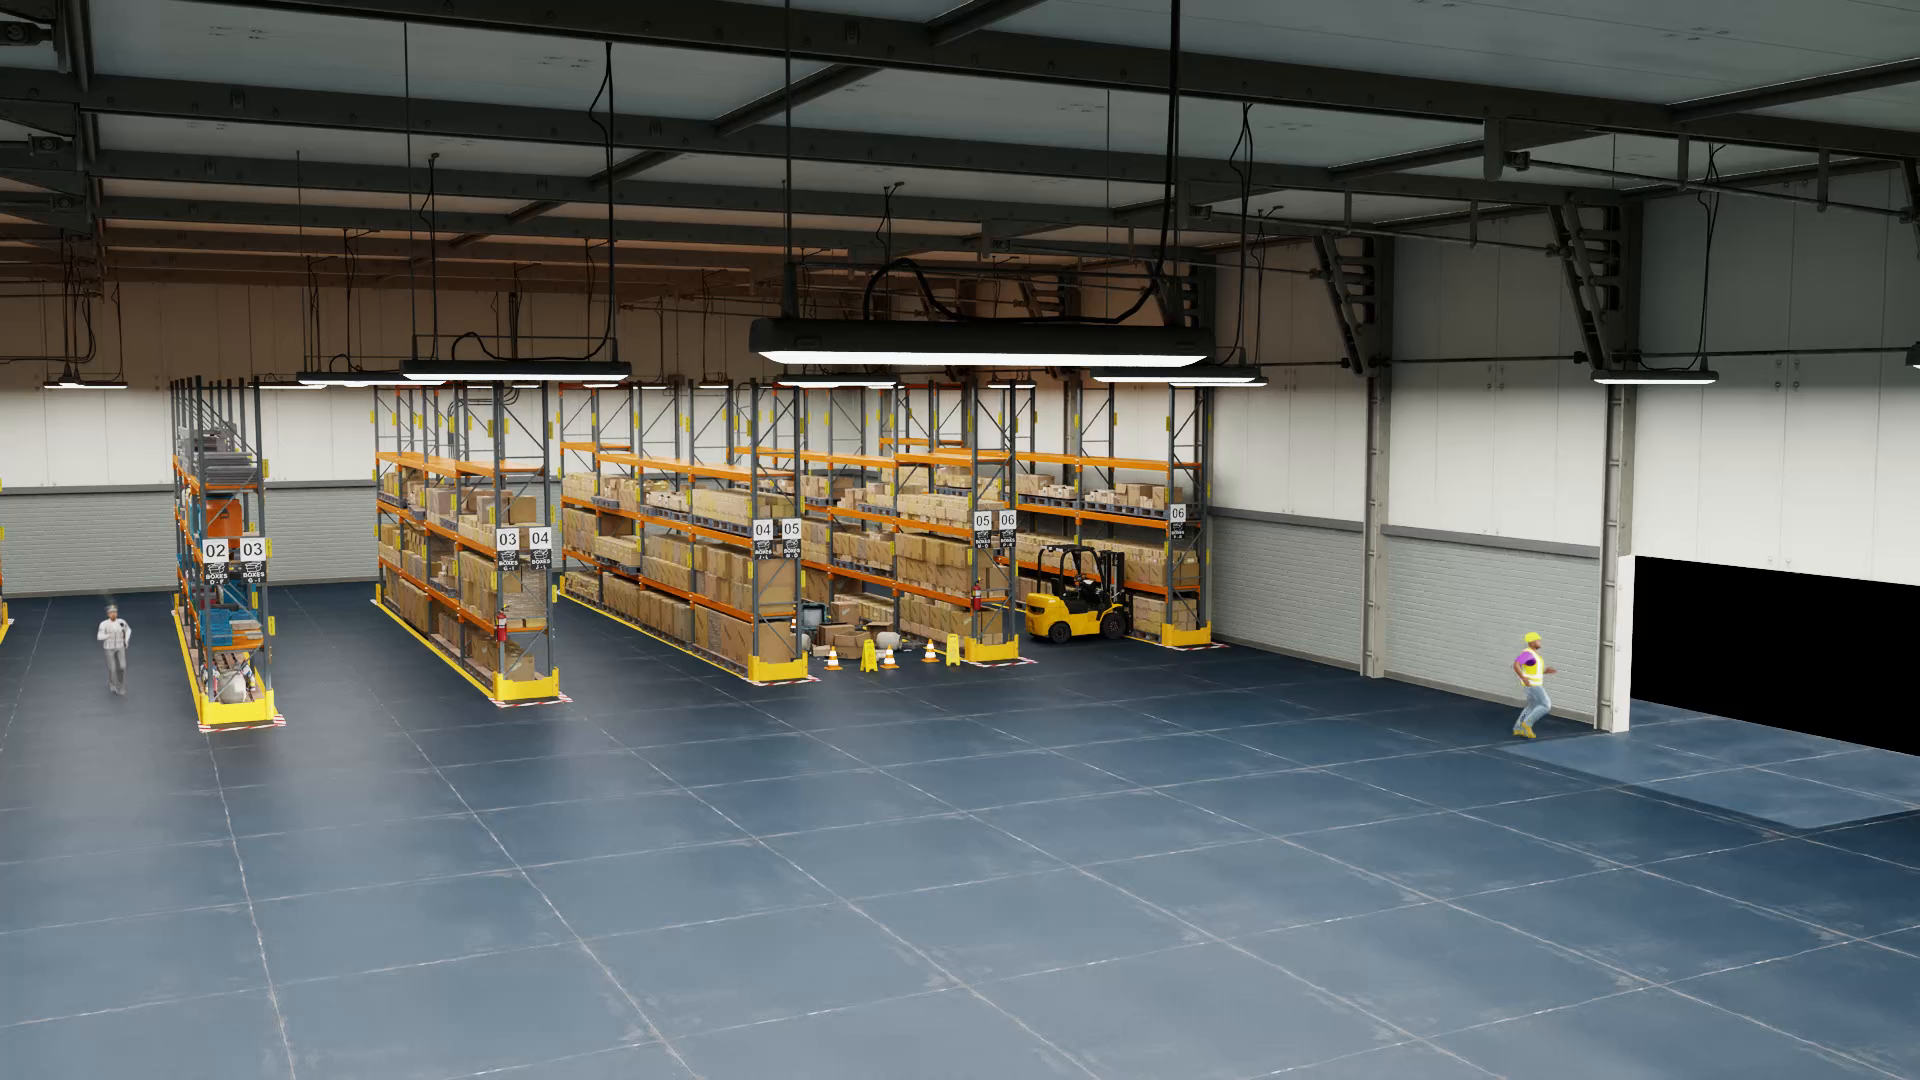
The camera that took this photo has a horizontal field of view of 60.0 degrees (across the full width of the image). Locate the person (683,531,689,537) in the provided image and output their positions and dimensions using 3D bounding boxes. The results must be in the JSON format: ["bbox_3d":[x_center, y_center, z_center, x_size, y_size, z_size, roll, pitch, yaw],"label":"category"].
[{"bbox_3d":[-8.287,0.388,50.341,0.627,1.720,0.720,-2,6,-23],"label":"person"}]

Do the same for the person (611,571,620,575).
[{"bbox_3d":[-10.144,0.512,49.243,0.572,1.690,0.709,-3,6,-32],"label":"person"}]

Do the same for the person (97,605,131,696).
[{"bbox_3d":[-15.964,2.089,31.435,0.592,1.736,0.683,-3,6,-33],"label":"person"}]

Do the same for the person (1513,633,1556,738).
[{"bbox_3d":[9.506,2.399,27.507,0.667,1.739,0.690,2,5,20],"label":"person"}]
